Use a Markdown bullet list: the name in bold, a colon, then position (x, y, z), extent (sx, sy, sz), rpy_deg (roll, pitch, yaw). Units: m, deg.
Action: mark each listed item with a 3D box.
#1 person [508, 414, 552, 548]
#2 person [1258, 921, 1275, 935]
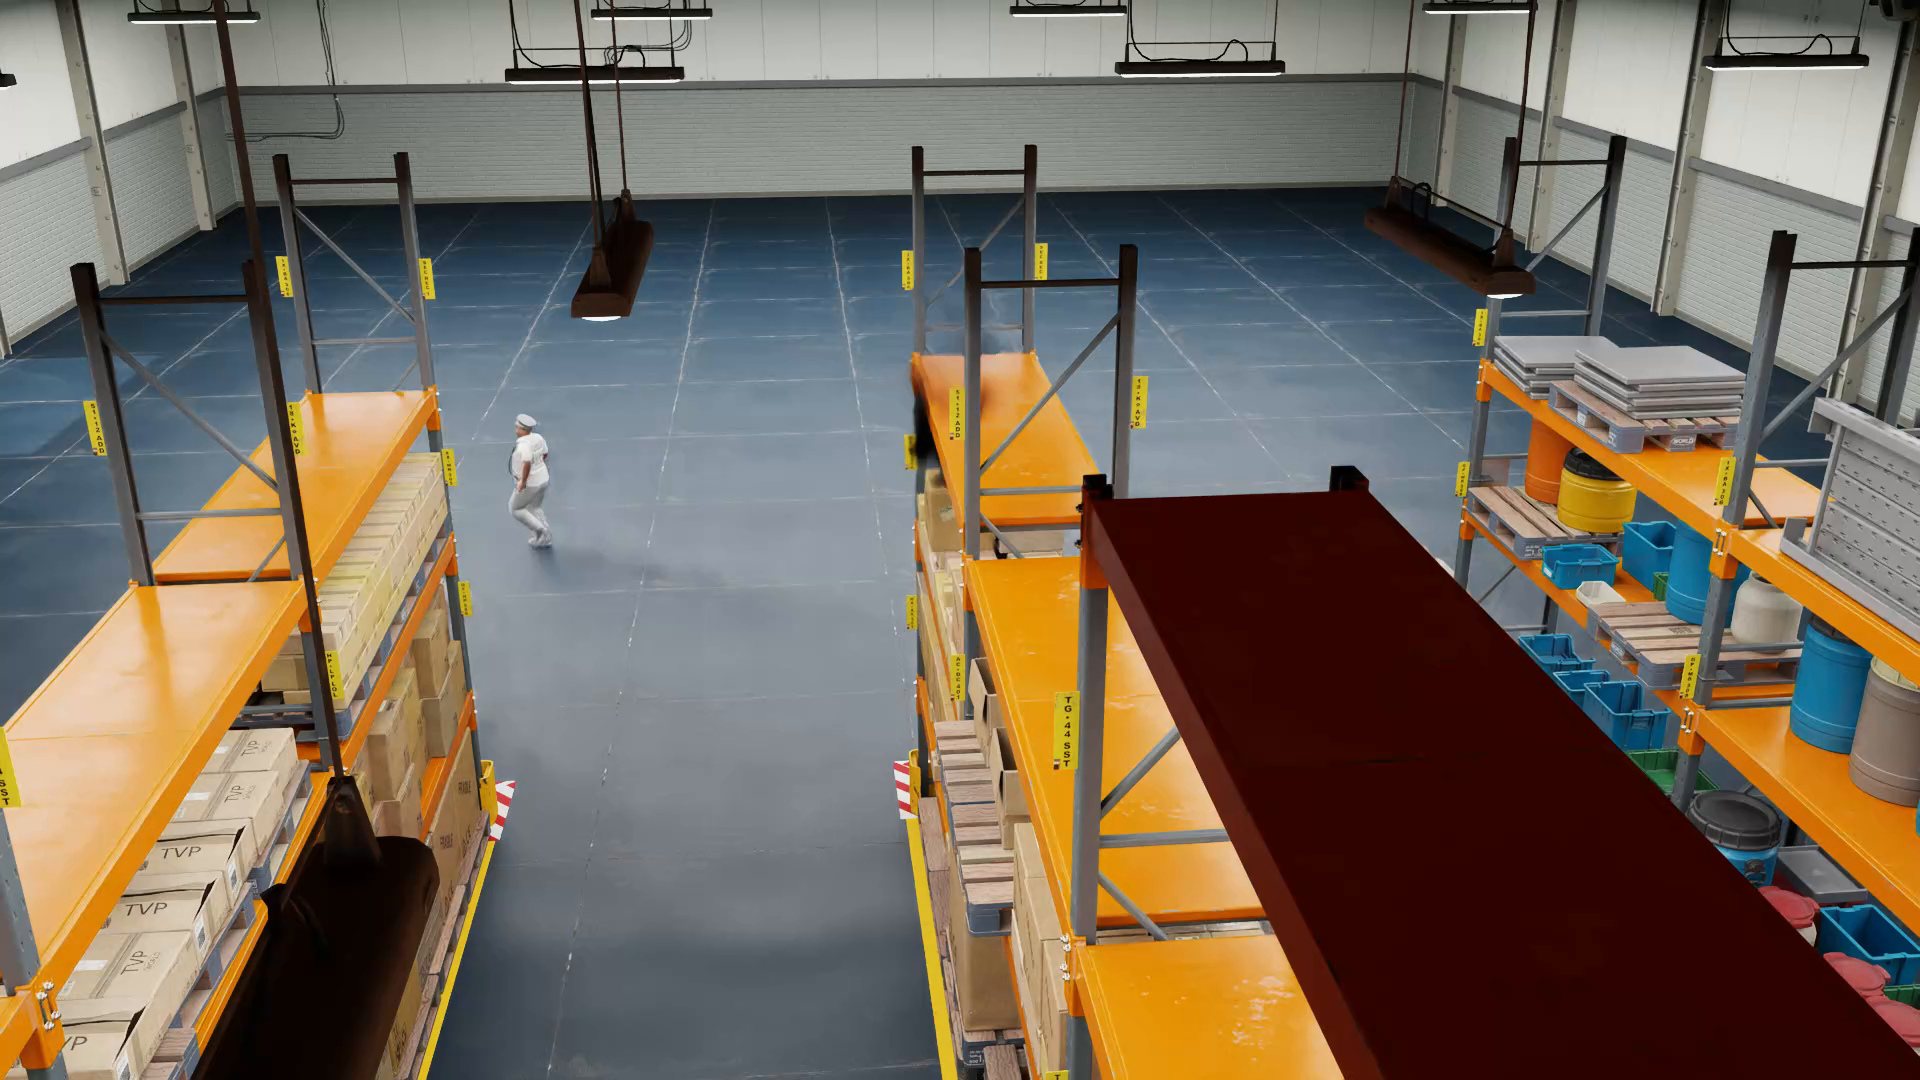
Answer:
- **person**: position (-5.505, -0.763, 21.191), extent (0.592, 1.742, 0.675), rpy_deg (8, 23, 19)
- **person**: position (2.004, 3.038, 11.813), extent (0.550, 1.625, 0.684), rpy_deg (-2, 22, -4)
